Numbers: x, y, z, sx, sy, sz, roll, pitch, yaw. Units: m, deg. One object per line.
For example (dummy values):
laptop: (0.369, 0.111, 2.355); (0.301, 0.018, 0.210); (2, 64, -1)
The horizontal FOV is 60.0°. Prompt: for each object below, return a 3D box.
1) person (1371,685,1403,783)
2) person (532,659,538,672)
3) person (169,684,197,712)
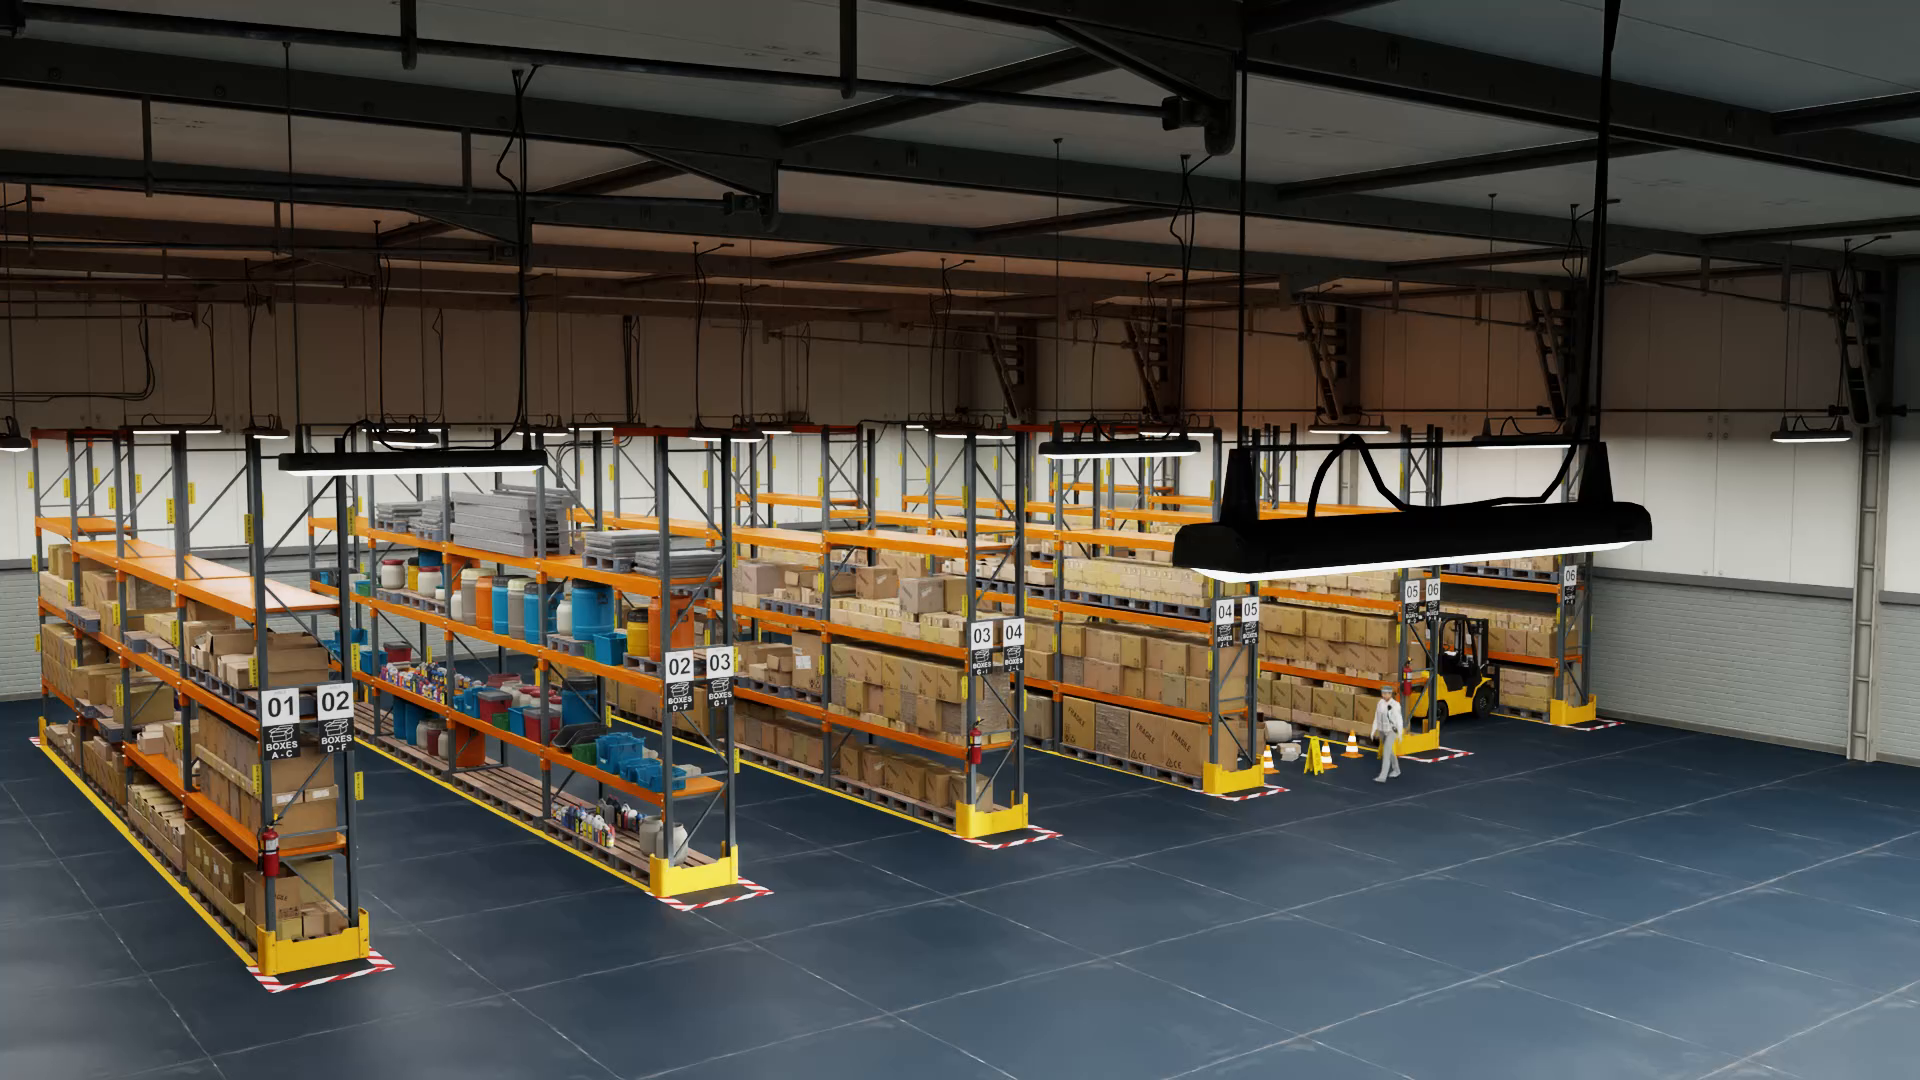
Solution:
person: (7.281, 3.286, 28.396); (0.840, 1.642, 0.486); (-3, 5, -30)
person: (-9.676, 2.353, 39.358); (1.173, 1.706, 0.638); (2, 5, 19)
person: (-14.565, 3.093, 31.079); (0.537, 1.631, 0.571); (4, 6, 44)
